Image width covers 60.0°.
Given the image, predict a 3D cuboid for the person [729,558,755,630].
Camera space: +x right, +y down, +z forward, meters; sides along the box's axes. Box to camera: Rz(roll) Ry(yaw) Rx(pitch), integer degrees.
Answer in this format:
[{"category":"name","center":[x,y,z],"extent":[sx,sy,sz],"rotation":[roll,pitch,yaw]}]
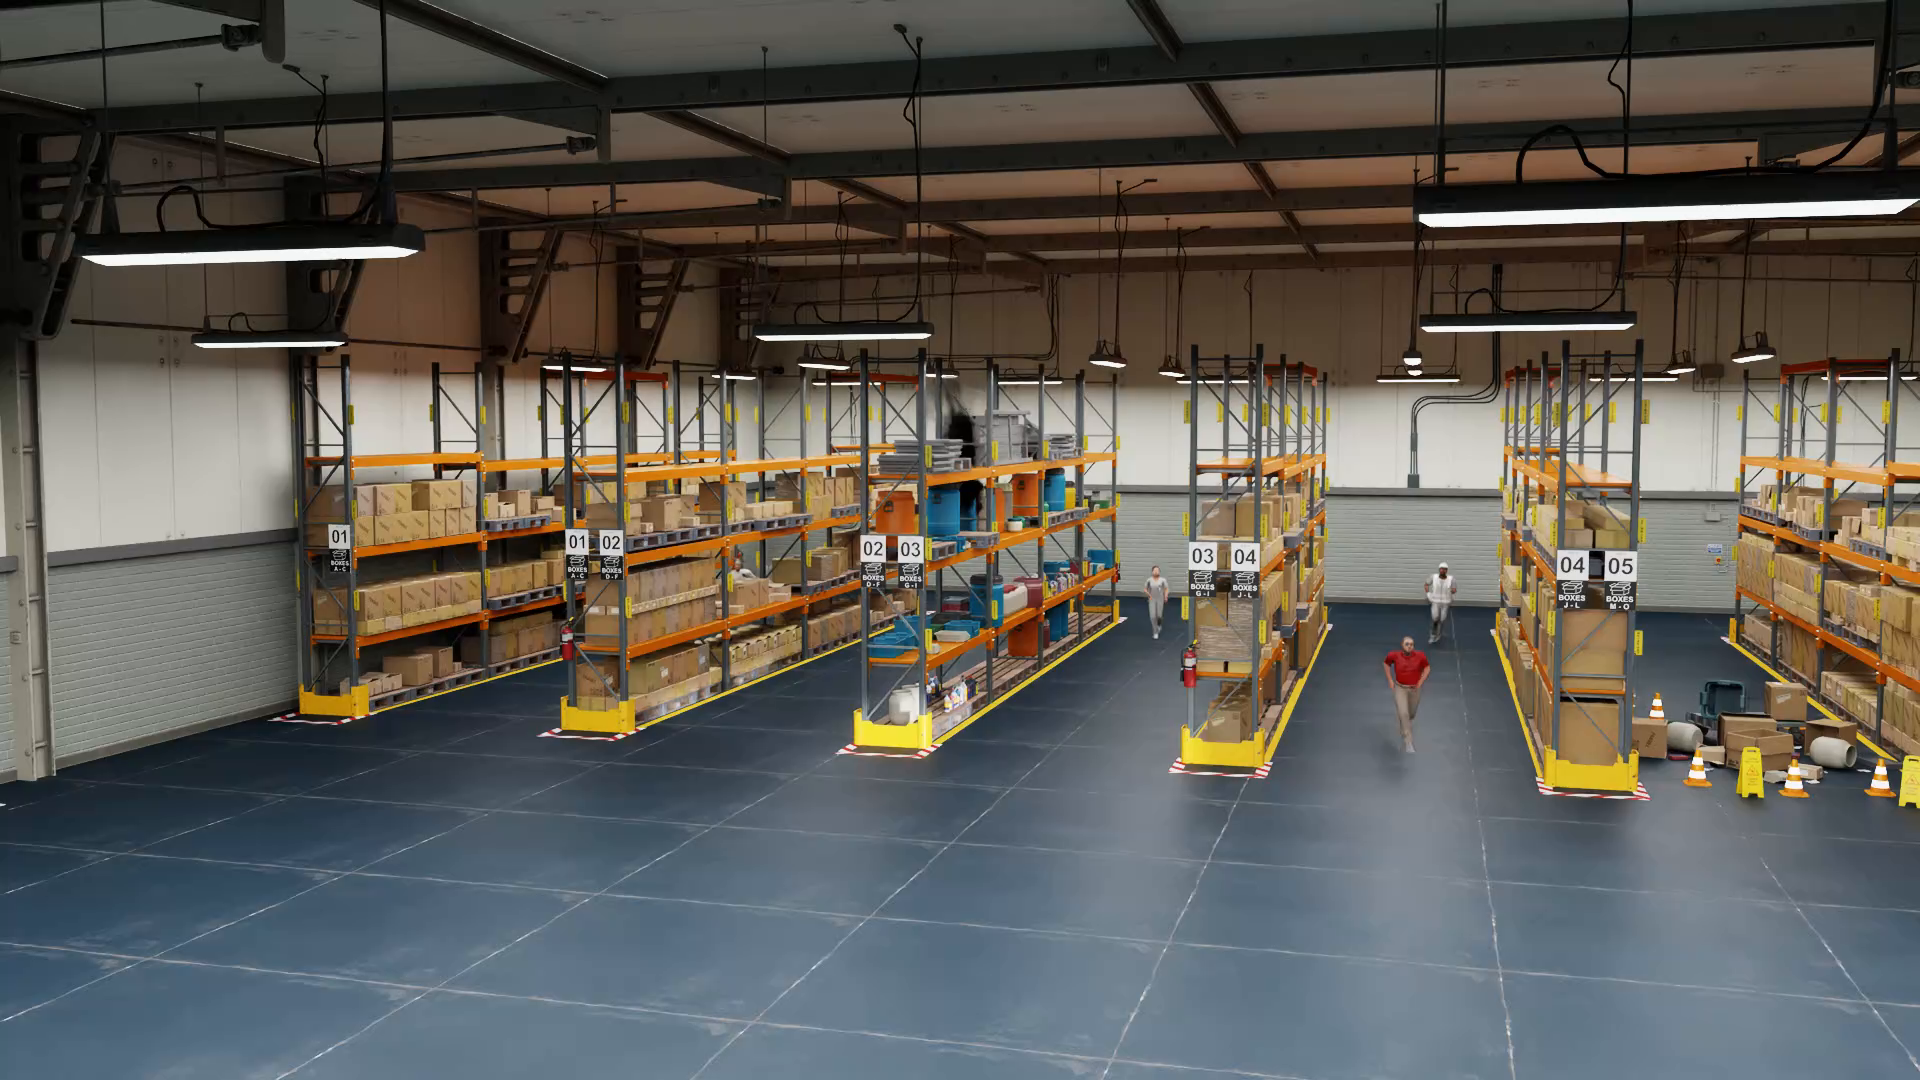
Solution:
[{"category":"person","center":[-5.103,1.273,38.624],"extent":[0.637,1.731,0.876],"rotation":[0,4,6]}]

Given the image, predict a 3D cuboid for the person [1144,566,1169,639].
[{"category":"person","center":[4.408,1.396,37.358],"extent":[0.564,1.629,0.566],"rotation":[1,4,9]}]

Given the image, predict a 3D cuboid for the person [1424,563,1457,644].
[{"category":"person","center":[10.533,1.402,36.426],"extent":[0.674,1.818,0.660],"rotation":[1,4,10]}]

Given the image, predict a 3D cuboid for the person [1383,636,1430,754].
[{"category":"person","center":[6.729,2.293,25.065],"extent":[0.664,1.732,1.031],"rotation":[0,4,3]}]
